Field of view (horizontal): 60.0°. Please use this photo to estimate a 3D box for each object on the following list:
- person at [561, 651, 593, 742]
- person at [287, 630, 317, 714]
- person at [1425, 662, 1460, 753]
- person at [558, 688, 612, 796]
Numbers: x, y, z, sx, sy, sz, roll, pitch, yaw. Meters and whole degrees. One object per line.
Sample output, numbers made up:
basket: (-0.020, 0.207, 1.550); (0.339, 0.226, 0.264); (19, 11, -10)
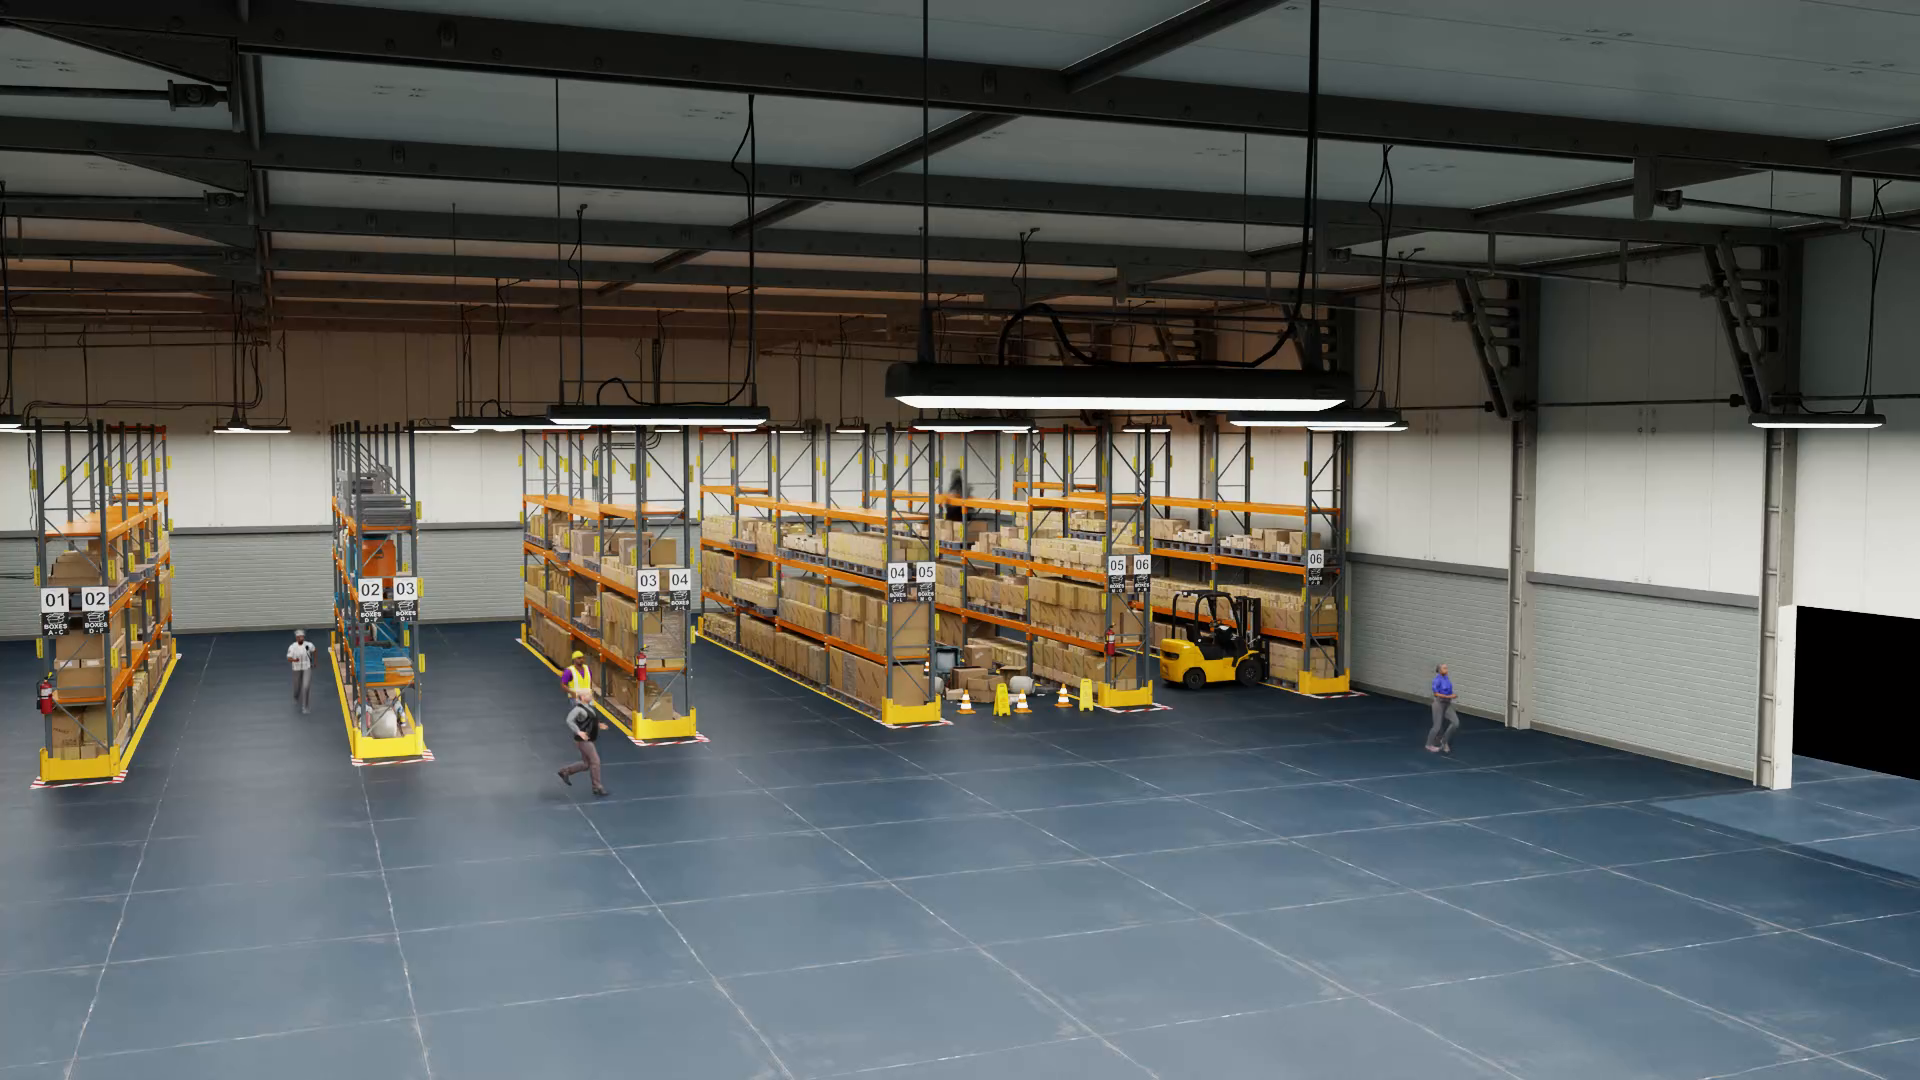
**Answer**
person: (-7.077, 2.923, 30.952); (0.705, 1.726, 0.523); (-3, 5, -44)
person: (-13.691, 2.714, 34.610); (0.587, 1.731, 0.926); (-1, 4, -21)
person: (8.717, 3.028, 29.950); (0.545, 1.654, 0.677); (-3, 4, -36)
person: (-6.002, 3.219, 26.515); (0.895, 1.722, 0.662); (0, 4, 4)
